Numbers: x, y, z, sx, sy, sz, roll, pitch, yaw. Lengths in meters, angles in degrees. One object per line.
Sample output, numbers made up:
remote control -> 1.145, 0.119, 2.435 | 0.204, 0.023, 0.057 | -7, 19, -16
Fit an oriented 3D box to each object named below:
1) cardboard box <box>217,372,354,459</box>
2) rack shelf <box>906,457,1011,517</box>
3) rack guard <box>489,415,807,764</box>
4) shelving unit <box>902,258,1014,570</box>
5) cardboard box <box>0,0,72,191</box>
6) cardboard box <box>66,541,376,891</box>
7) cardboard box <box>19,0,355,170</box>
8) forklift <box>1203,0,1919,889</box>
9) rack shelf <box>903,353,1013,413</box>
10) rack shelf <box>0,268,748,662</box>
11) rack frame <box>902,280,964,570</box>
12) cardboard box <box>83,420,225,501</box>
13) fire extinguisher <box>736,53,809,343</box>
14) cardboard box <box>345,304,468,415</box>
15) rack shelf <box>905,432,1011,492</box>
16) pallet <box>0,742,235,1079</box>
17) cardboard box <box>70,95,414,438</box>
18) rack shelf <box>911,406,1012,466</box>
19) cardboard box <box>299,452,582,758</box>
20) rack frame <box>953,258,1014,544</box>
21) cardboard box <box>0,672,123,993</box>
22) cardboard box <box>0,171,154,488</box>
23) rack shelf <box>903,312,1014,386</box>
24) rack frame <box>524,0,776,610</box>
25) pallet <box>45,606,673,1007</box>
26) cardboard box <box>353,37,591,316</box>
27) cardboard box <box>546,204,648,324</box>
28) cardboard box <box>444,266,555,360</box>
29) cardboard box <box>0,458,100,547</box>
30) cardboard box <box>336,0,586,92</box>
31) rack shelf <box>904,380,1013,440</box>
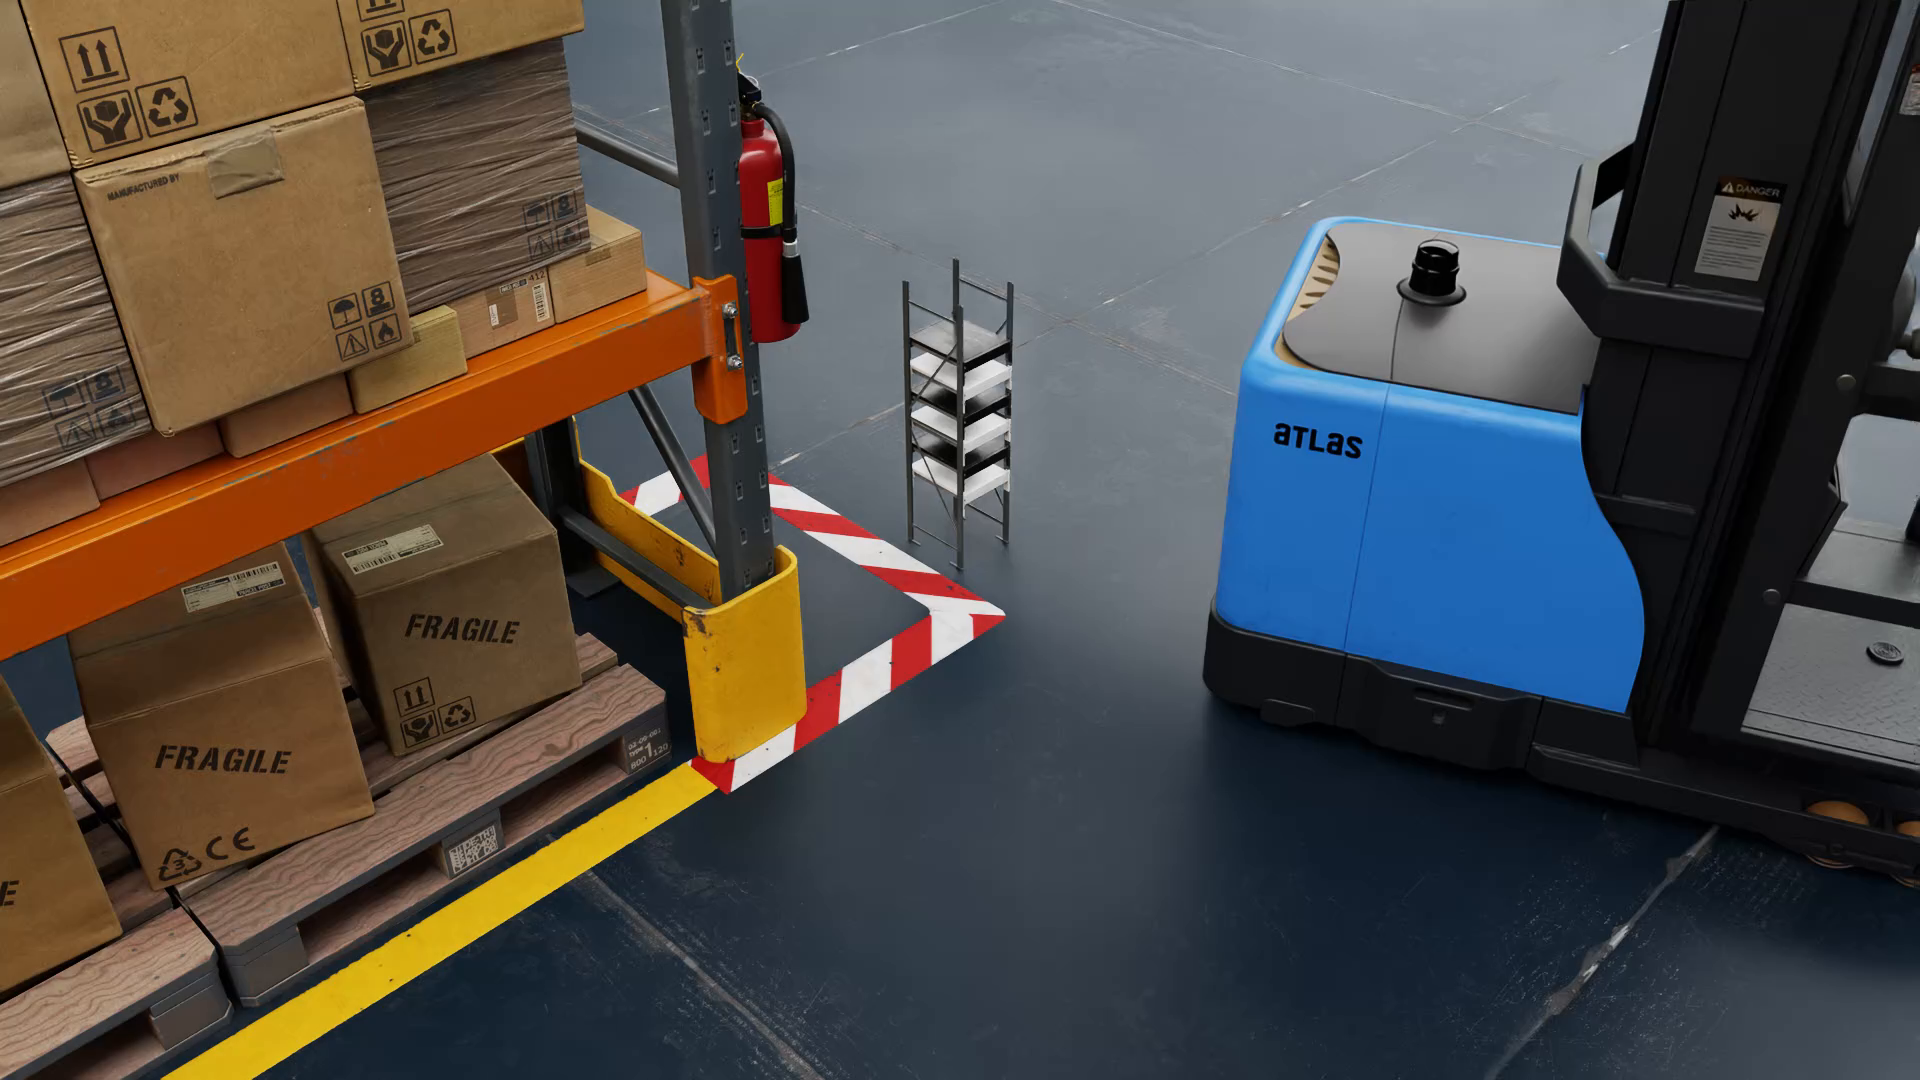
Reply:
cardboard box -> -1.434, -0.339, 3.333 | 0.380, 0.149, 0.250 | 30, 45, 35
rack shelf -> -0.006, -0.191, 5.110 | 0.258, 0.077, 0.200 | 30, 45, 35
rack guard -> -0.930, 0.097, 4.674 | 1.175, 0.500, 0.348 | 30, 45, 35
shelving unit -> -0.006, -0.366, 4.988 | 0.258, 0.900, 0.210 | 30, 45, 35
cardboard box -> -1.791, -0.802, 2.557 | 0.500, 0.500, 0.500 | 30, 45, 35
cardboard box -> -1.725, 0.397, 3.877 | 0.500, 0.500, 0.500 | -18, 39, -24
cardboard box -> -1.436, -1.004, 2.846 | 0.500, 0.500, 0.500 | 30, 45, 35
forklift -> 2.240, -0.701, 3.693 | 3.031, 2.935, 1.130 | 12, 37, 17
rack shelf -> -0.006, -0.486, 4.904 | 0.258, 0.077, 0.200 | 30, 45, 35
rack shelf -> -2.285, 0.148, 3.045 | 1.077, 0.370, 4.000 | 30, 45, 35
rack frame -> -0.077, -0.325, 4.929 | 0.240, 0.900, 0.006 | 30, 45, 35
cardboard box -> -1.639, -0.254, 3.212 | 0.380, 0.149, 0.250 | 30, 45, 35
fire extinguisher -> -0.468, -0.788, 3.826 | 0.296, 0.674, 0.183 | 30, 45, 35
cardboard box -> -1.247, -0.434, 3.470 | 0.380, 0.149, 0.250 | 30, 45, 35
rack shelf -> -0.006, -0.265, 5.058 | 0.258, 0.077, 0.200 | 30, 45, 35
pallet -> -2.387, 1.024, 3.598 | 1.003, 0.211, 1.213 | 30, 45, 35
cardboard box -> -1.550, -0.659, 3.225 | 0.875, 0.500, 0.500 | 30, 45, 35
rack shelf -> -0.006, -0.338, 5.007 | 0.258, 0.077, 0.200 | 30, 45, 35
cardboard box -> -1.328, 0.140, 4.245 | 0.500, 0.500, 0.500 | -21, 40, -28
rack frame -> 0.066, -0.407, 5.047 | 0.240, 0.900, 0.006 | 30, 45, 35
cardboard box -> -2.179, 0.643, 3.523 | 0.500, 0.500, 0.500 | -25, 42, -32
cardboard box -> -1.933, -0.473, 2.959 | 0.875, 0.500, 0.500 | 30, 45, 35
rack shelf -> -0.006, -0.560, 4.852 | 0.258, 0.077, 0.200 | 30, 45, 35
rack frame -> -0.876, -0.959, 4.003 | 1.000, 3.000, 0.127 | 30, 45, 35
pallet -> -1.527, 0.531, 4.304 | 1.003, 0.211, 1.213 | 30, 45, 35
cardboard box -> -1.283, -0.910, 3.585 | 0.875, 0.500, 0.500 | 30, 45, 35
cardboard box -> -0.930, -0.657, 3.790 | 0.380, 0.149, 0.250 | 30, 45, 35
cardboard box -> -1.107, -0.556, 3.645 | 0.380, 0.149, 0.250 | 30, 45, 35
cardboard box -> -1.799, -0.143, 3.053 | 0.380, 0.149, 0.250 | 30, 45, 35
cardboard box -> -1.088, -1.210, 3.141 | 0.500, 0.500, 0.500 | 30, 45, 35
rack shelf -> -0.006, -0.412, 4.955 | 0.258, 0.077, 0.200 | 30, 45, 35
